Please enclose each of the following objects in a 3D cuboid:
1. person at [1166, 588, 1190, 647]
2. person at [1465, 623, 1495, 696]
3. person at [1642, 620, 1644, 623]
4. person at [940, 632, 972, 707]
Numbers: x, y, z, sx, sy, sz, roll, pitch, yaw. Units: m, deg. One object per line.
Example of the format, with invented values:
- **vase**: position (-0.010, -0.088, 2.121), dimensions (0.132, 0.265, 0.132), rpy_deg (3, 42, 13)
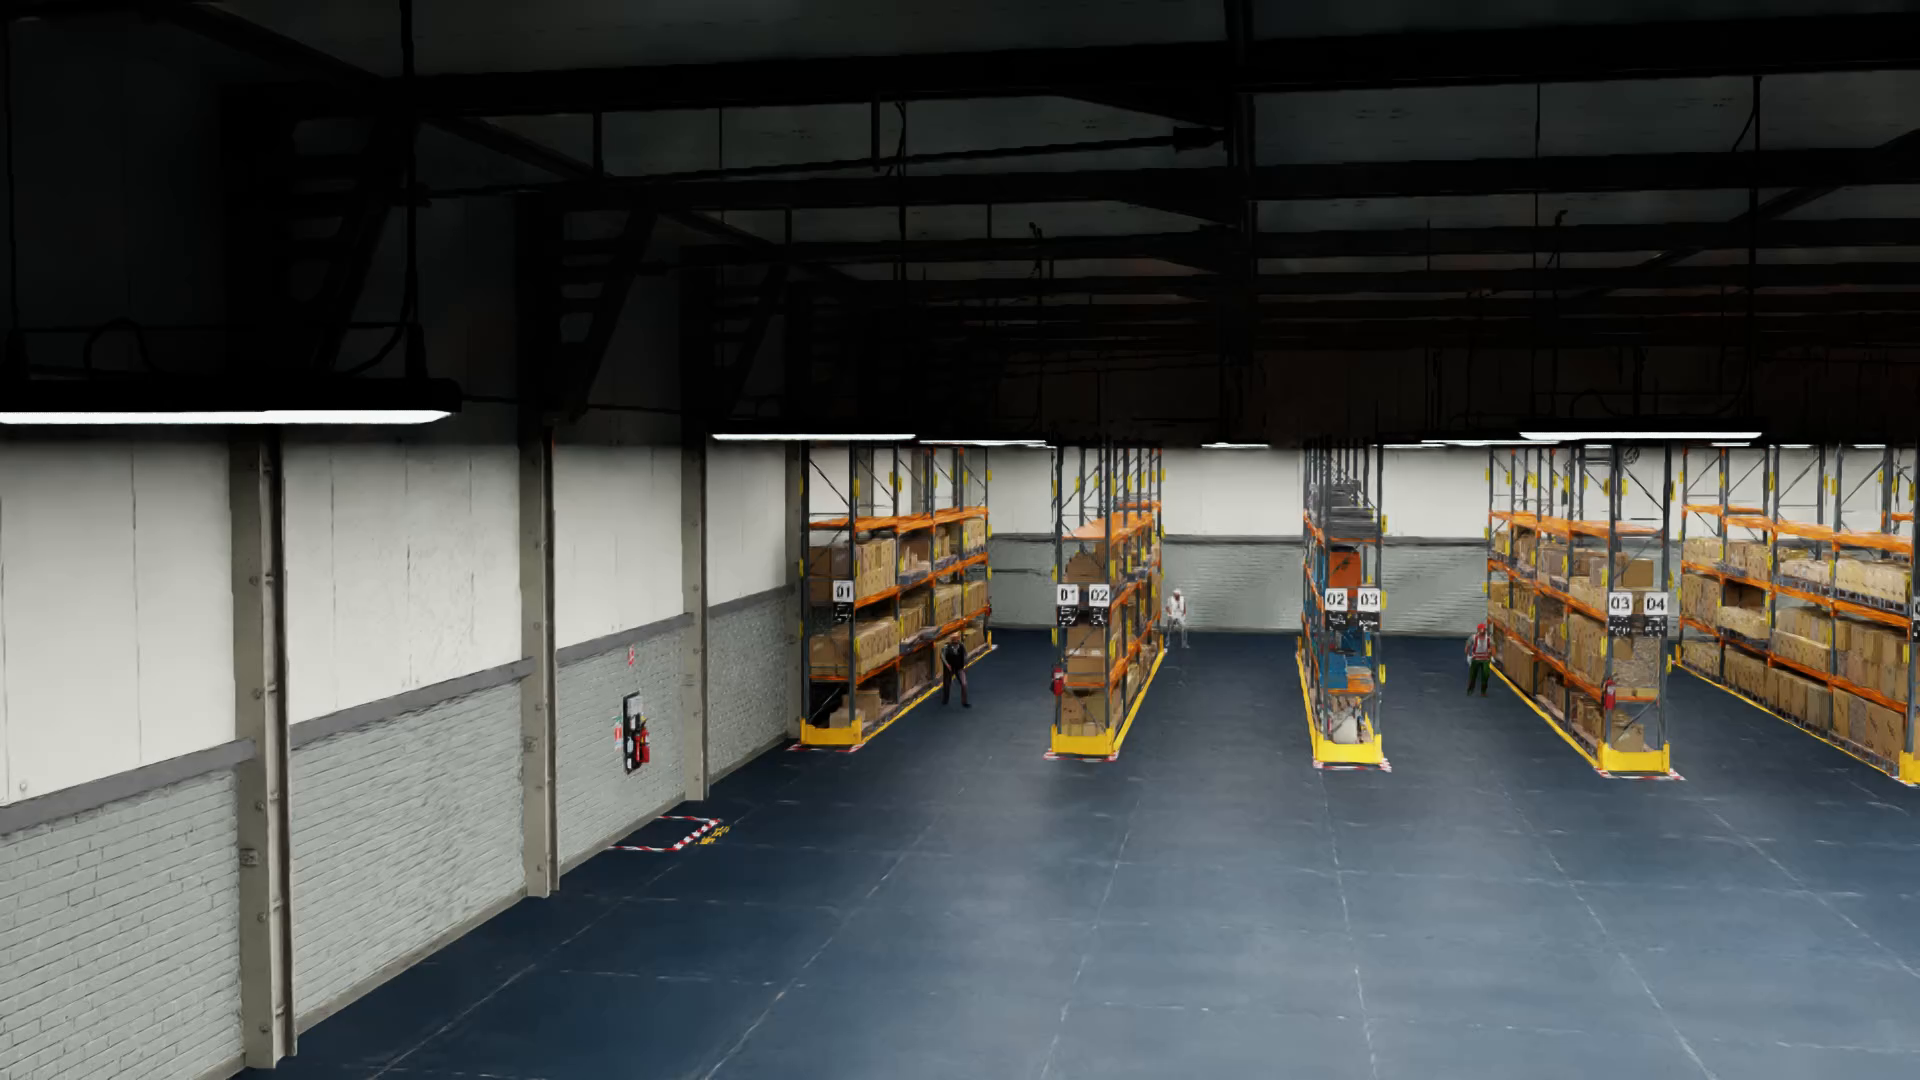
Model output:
- **person**: position (6.289, 2.240, 48.322), dimensions (0.689, 1.726, 0.755), rpy_deg (-1, 3, -12)
- **person**: position (12.068, 2.774, 38.577), dimensions (0.677, 1.742, 0.552), rpy_deg (0, 3, 9)
- **person**: position (19.407, 2.390, 46.750), dimensions (0.494, 1.609, 0.947), rpy_deg (2, 4, 31)
- **person**: position (-0.118, 2.879, 37.171), dimensions (0.682, 1.657, 0.844), rpy_deg (0, 3, -7)
